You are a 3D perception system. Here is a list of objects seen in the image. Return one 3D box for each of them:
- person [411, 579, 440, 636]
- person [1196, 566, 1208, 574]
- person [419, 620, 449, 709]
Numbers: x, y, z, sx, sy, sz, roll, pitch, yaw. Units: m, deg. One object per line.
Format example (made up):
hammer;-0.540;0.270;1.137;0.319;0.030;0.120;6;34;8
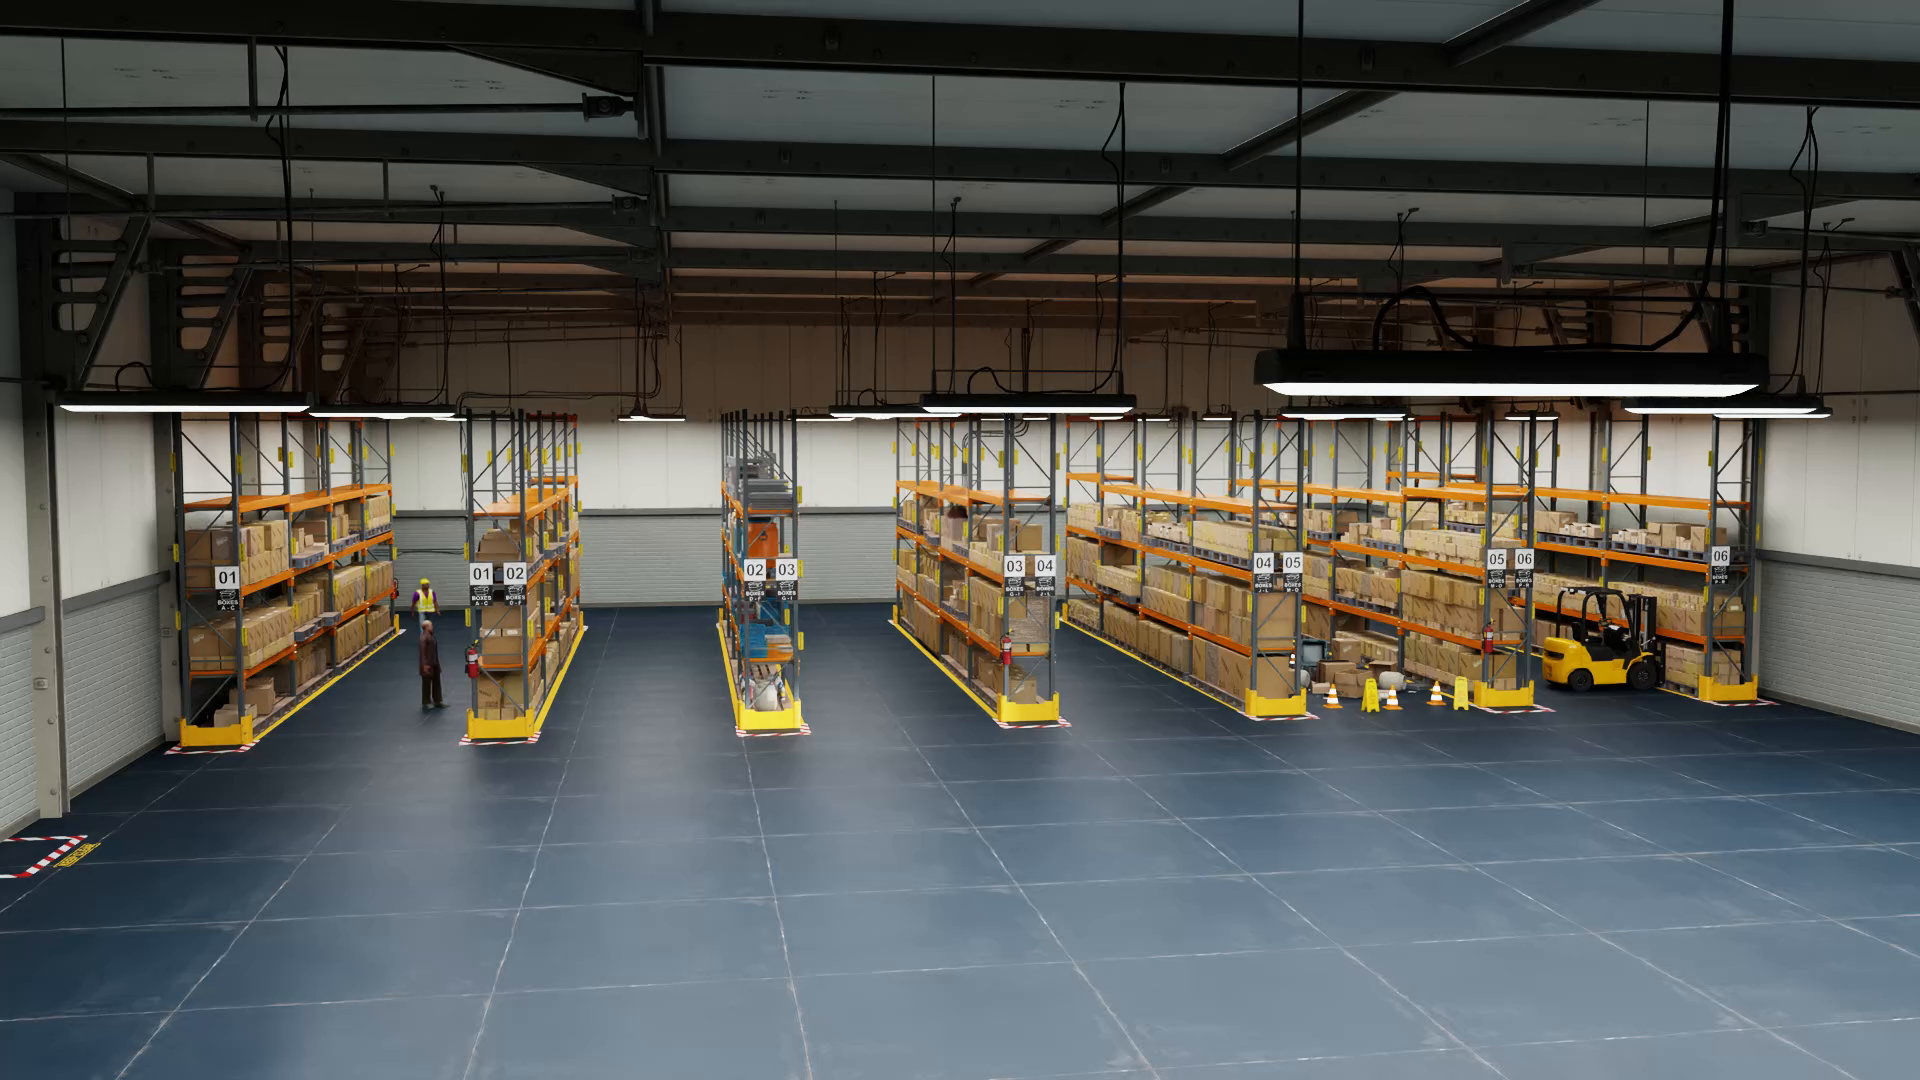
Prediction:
person;-13.862;1.864;43.116;0.749;1.724;1.080;-1;4;-14
person;7.327;1.371;50.489;0.495;1.632;0.472;-1;4;-11
person;-10.653;2.504;33.502;0.491;1.783;0.637;1;4;18
